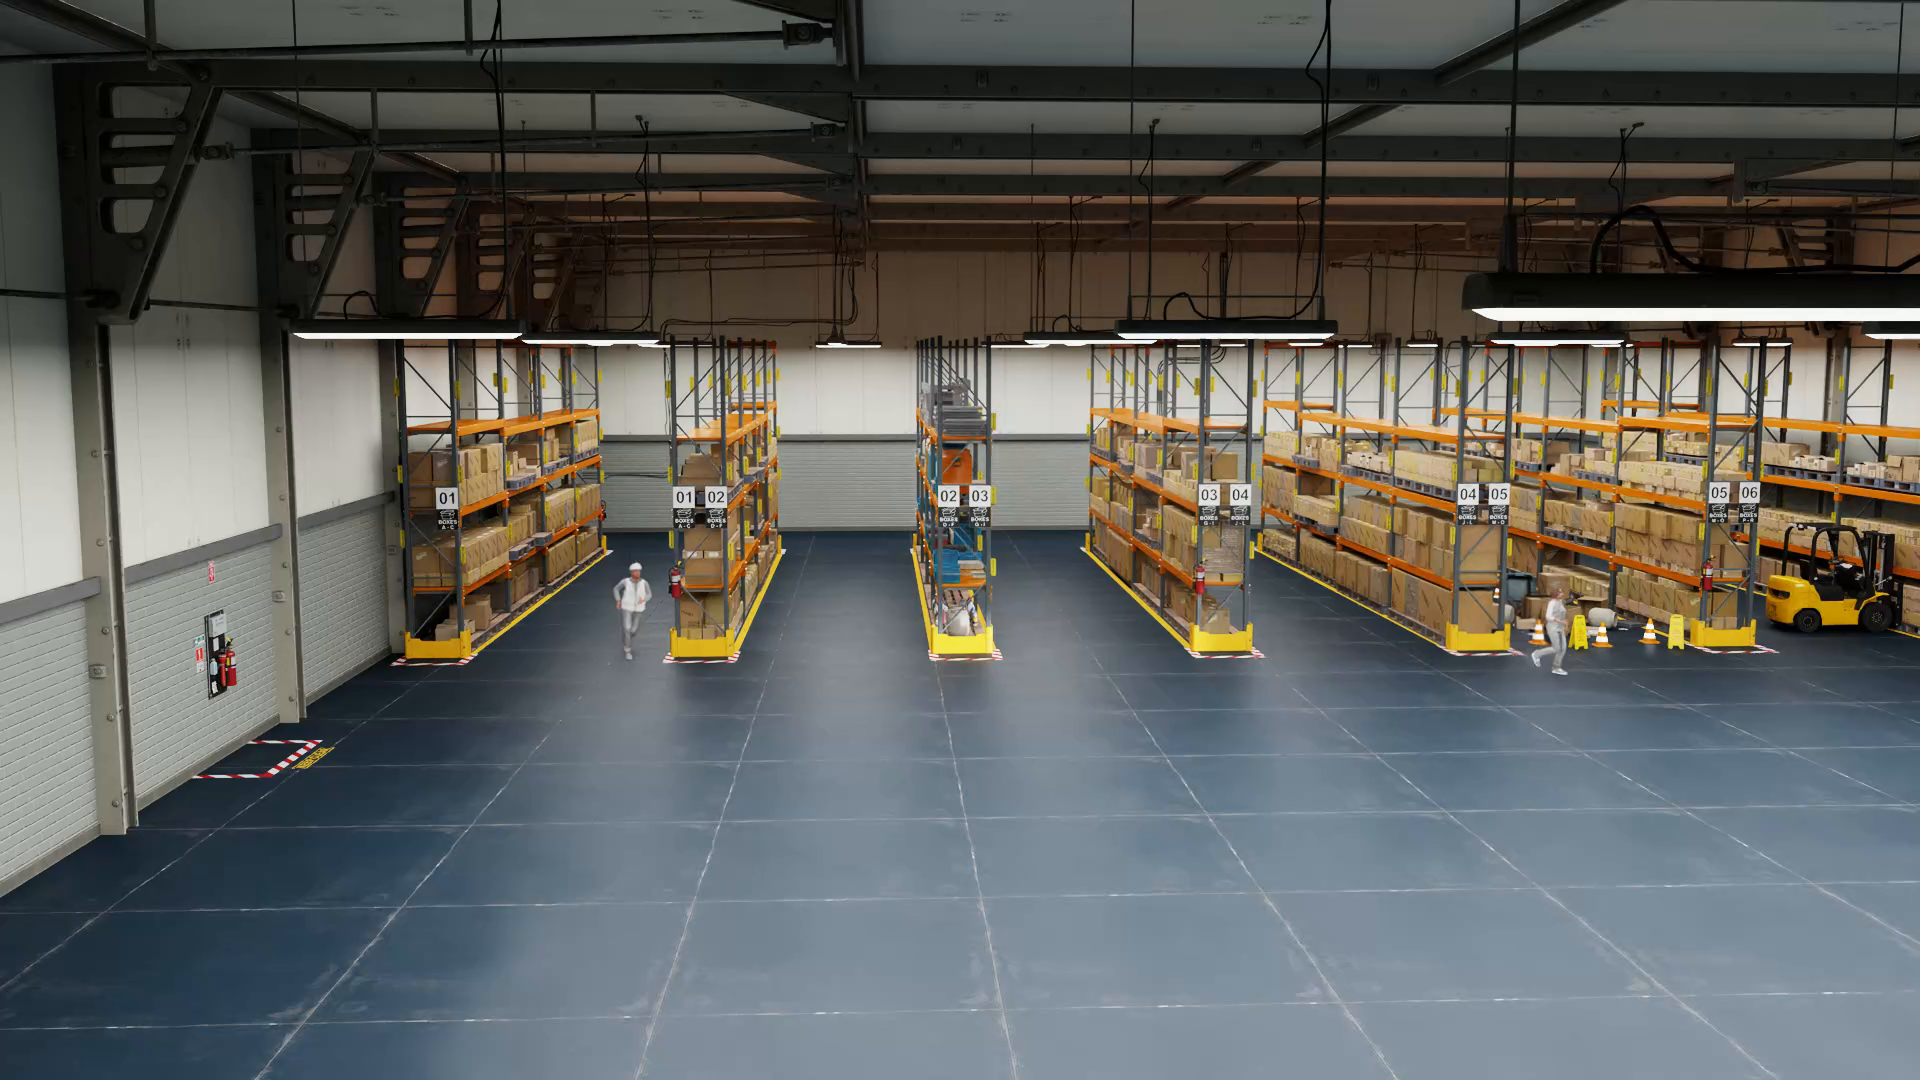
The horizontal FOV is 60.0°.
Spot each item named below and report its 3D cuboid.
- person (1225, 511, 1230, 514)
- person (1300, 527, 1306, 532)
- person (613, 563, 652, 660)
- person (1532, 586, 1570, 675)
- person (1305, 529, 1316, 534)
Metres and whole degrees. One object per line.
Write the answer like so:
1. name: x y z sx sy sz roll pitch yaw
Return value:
1. person: 7.395 -0.429 47.238 0.662 1.597 0.739 2 7 17
2. person: 10.218 -0.784 49.737 0.811 1.858 0.740 -2 7 -20
3. person: -6.141 1.317 31.264 0.684 1.784 0.889 -3 7 -25
4. person: 10.534 1.596 29.548 0.665 1.560 0.538 6 9 41
5. person: 10.226 -0.636 48.652 0.689 1.651 0.905 -6 9 -44
